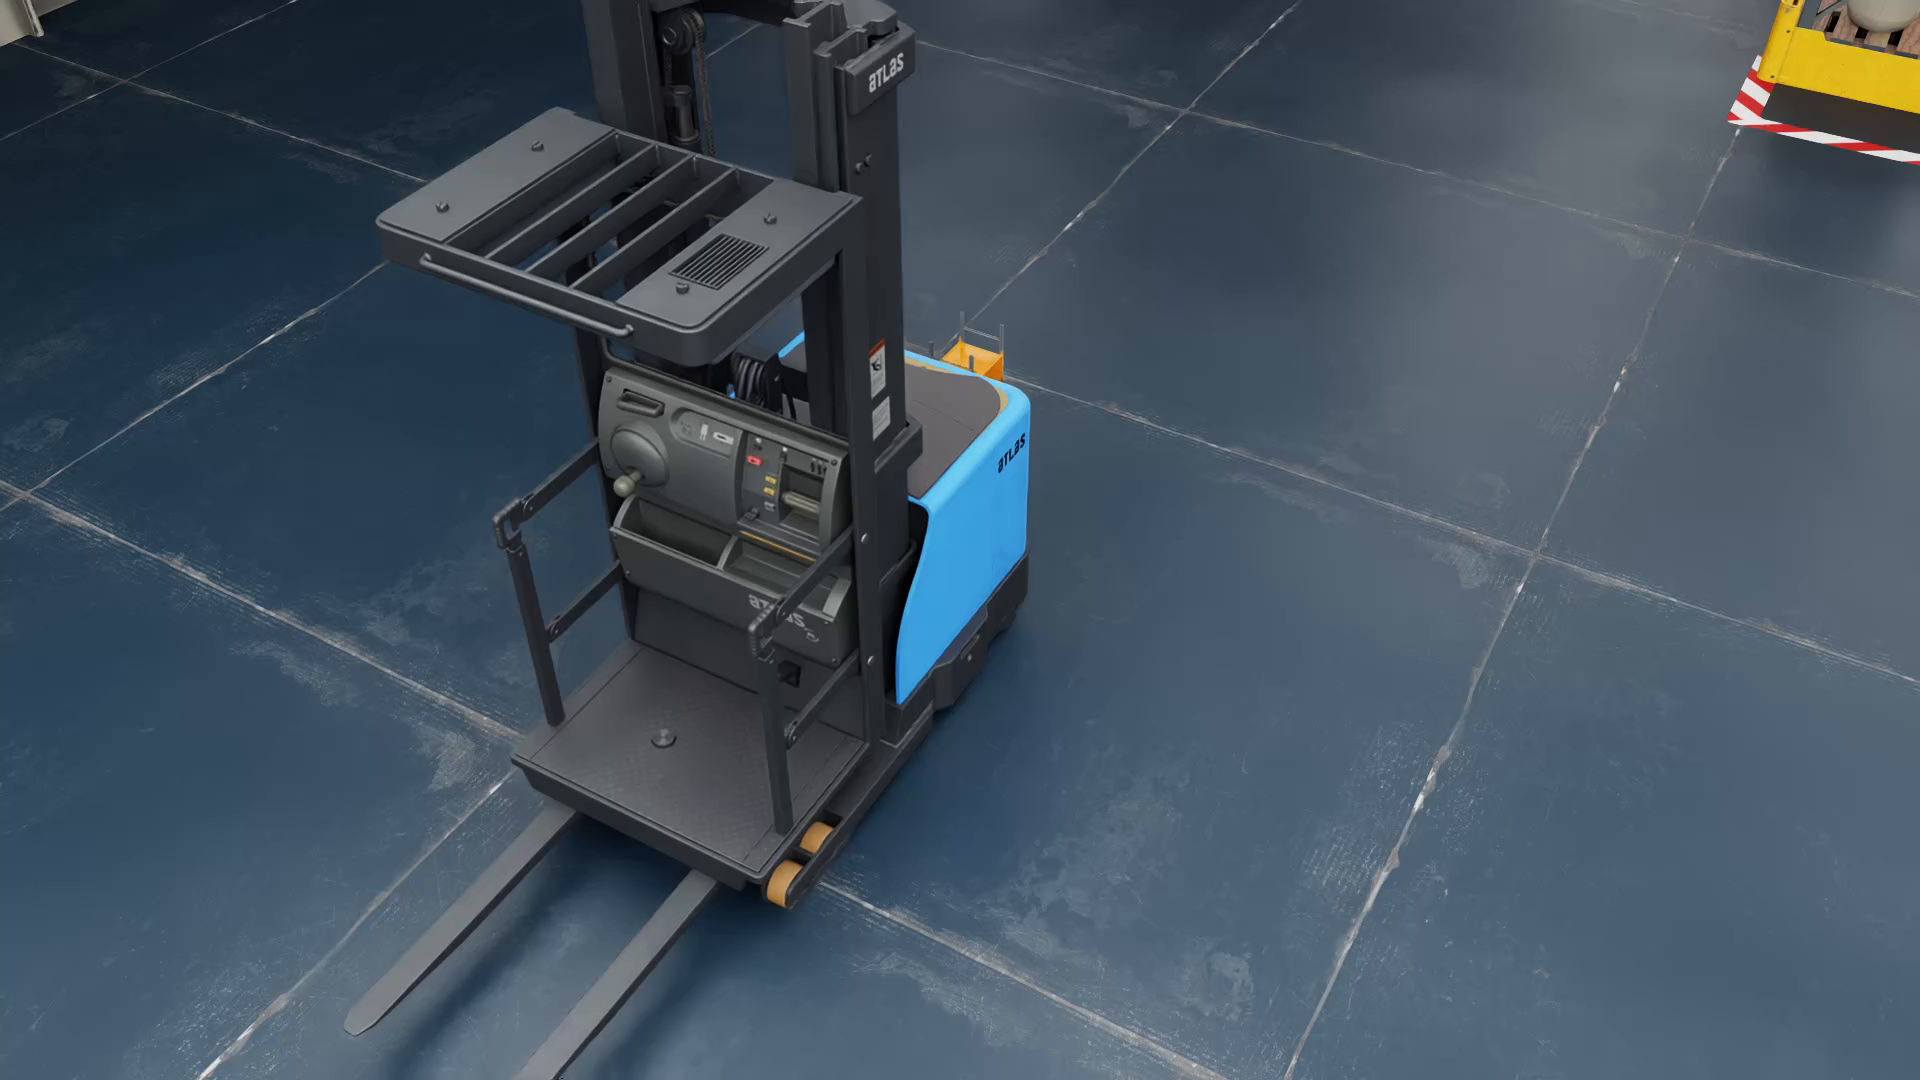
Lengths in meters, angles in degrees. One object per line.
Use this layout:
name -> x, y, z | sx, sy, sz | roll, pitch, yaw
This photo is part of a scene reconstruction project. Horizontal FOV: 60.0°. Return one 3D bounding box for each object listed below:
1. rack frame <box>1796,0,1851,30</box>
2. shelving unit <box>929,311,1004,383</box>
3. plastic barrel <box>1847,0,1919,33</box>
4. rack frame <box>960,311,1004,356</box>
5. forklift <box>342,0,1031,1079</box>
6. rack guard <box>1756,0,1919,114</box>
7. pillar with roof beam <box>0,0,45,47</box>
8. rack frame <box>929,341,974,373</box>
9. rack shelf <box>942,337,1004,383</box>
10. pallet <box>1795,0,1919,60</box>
rack frame -> 5.651, -3.905, 9.415 | 1.000, 3.000, 0.127 | 21, 45, 22
shelving unit -> 0.027, -0.425, 6.938 | 0.215, 1.050, 0.252 | 21, 45, 22
plastic barrel -> 5.914, -3.531, 10.555 | 0.421, 0.512, 0.421 | 0, 41, 0
rack frame -> 0.088, -0.494, 7.017 | 0.200, 1.050, 0.008 | 21, 45, 22
forklift -> -0.888, -0.169, 5.225 | 1.130, 2.935, 3.031 | 21, 45, 22
rack guard -> 5.648, -3.026, 10.308 | 1.175, 0.500, 0.348 | 21, 45, 22
pillar with roof beam -> -2.601, -5.263, 6.417 | 9.100, 9.000, 0.400 | 21, 45, 22
rack frame -> -0.034, -0.355, 6.859 | 0.200, 1.050, 0.008 | 21, 45, 22
rack shelf -> 0.027, -0.630, 6.757 | 0.215, 0.259, 0.240 | 21, 45, 22
pallet -> 6.059, -3.381, 10.929 | 1.003, 0.211, 1.213 | 21, 45, 22
